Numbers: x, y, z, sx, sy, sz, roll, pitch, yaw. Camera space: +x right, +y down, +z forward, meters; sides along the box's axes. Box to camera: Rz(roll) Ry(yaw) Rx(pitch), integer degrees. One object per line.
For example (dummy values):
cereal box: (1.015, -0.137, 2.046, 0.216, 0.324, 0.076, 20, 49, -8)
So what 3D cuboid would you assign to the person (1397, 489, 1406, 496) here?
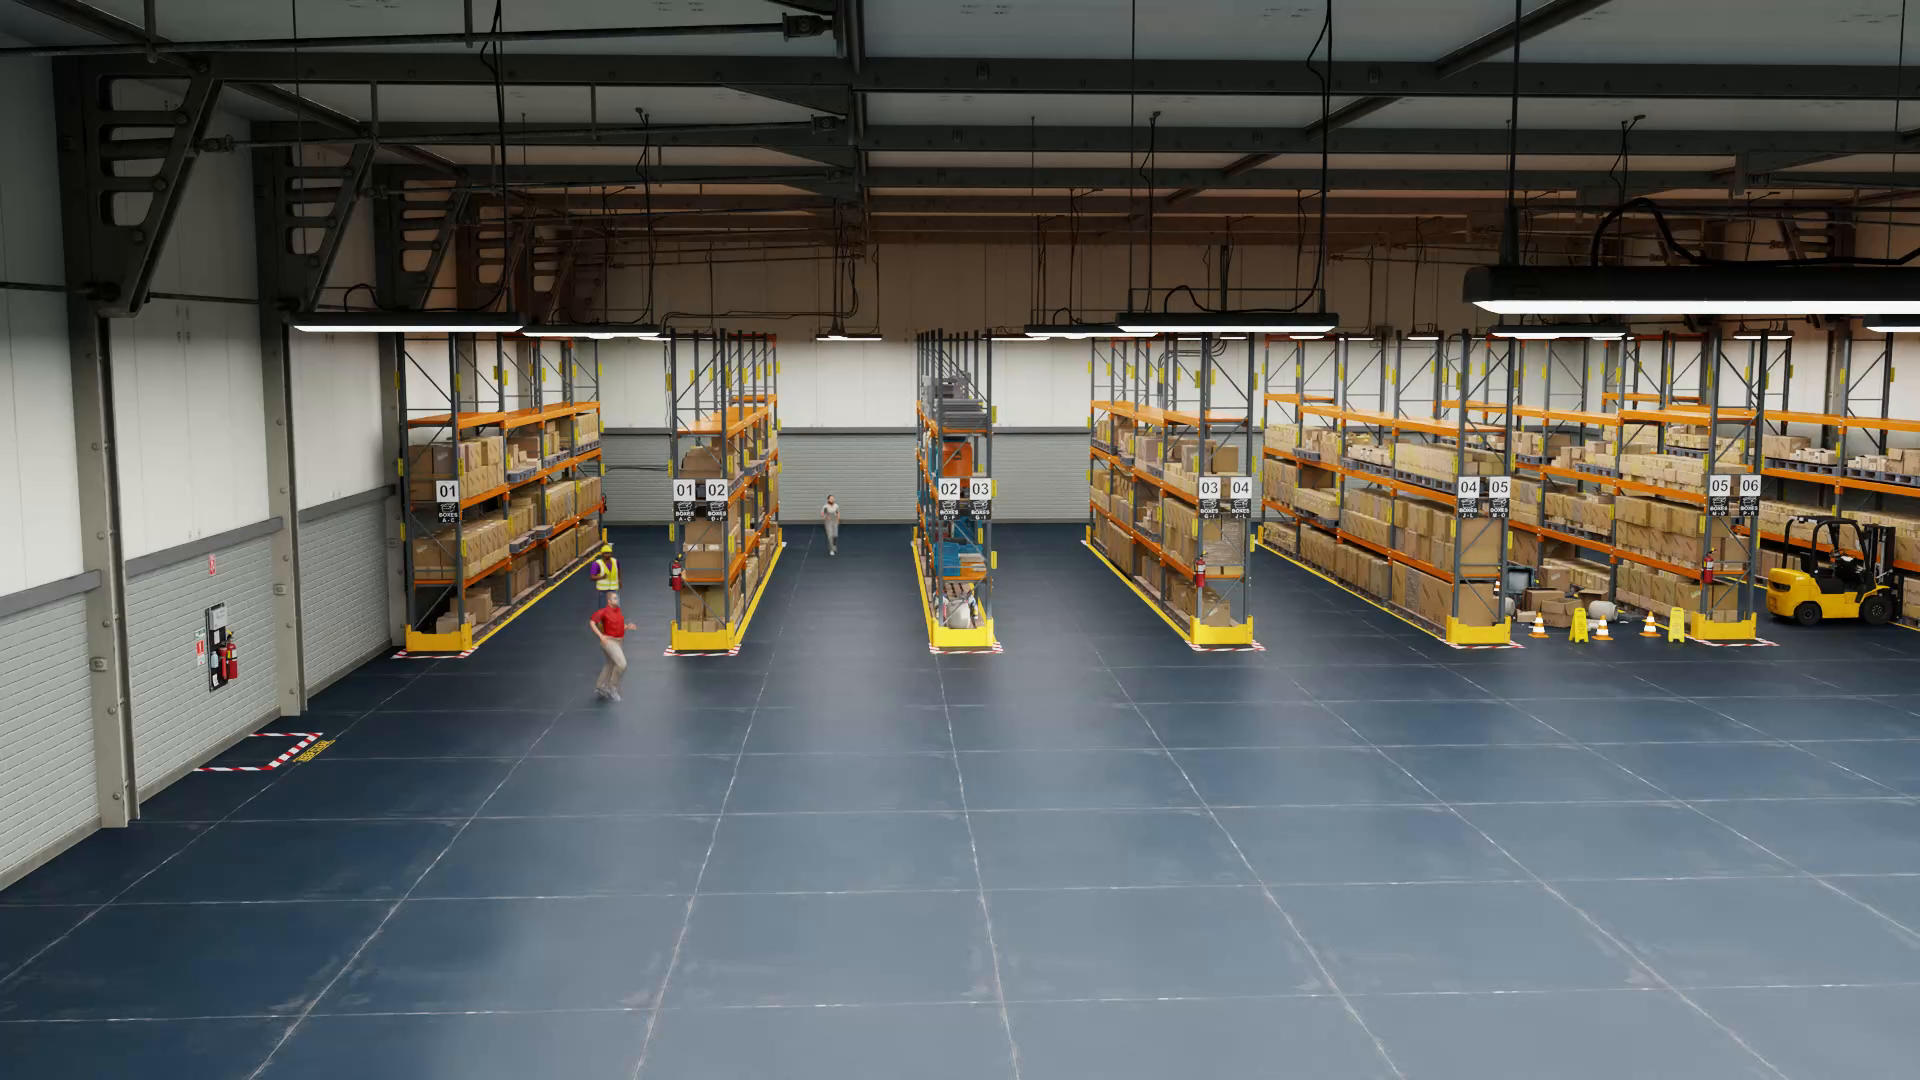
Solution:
person: (13.300, -0.935, 50.505, 0.653, 1.412, 0.586, -2, 7, -19)

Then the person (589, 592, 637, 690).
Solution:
person: (-5.590, 1.633, 26.867, 0.739, 1.593, 0.635, 2, 7, 14)

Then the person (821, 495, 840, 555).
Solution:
person: (-3.492, -0.411, 45.162, 0.547, 1.639, 0.557, -2, 7, -17)

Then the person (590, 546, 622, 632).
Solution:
person: (-6.919, 0.986, 32.549, 0.688, 1.781, 0.950, -3, 8, -27)
